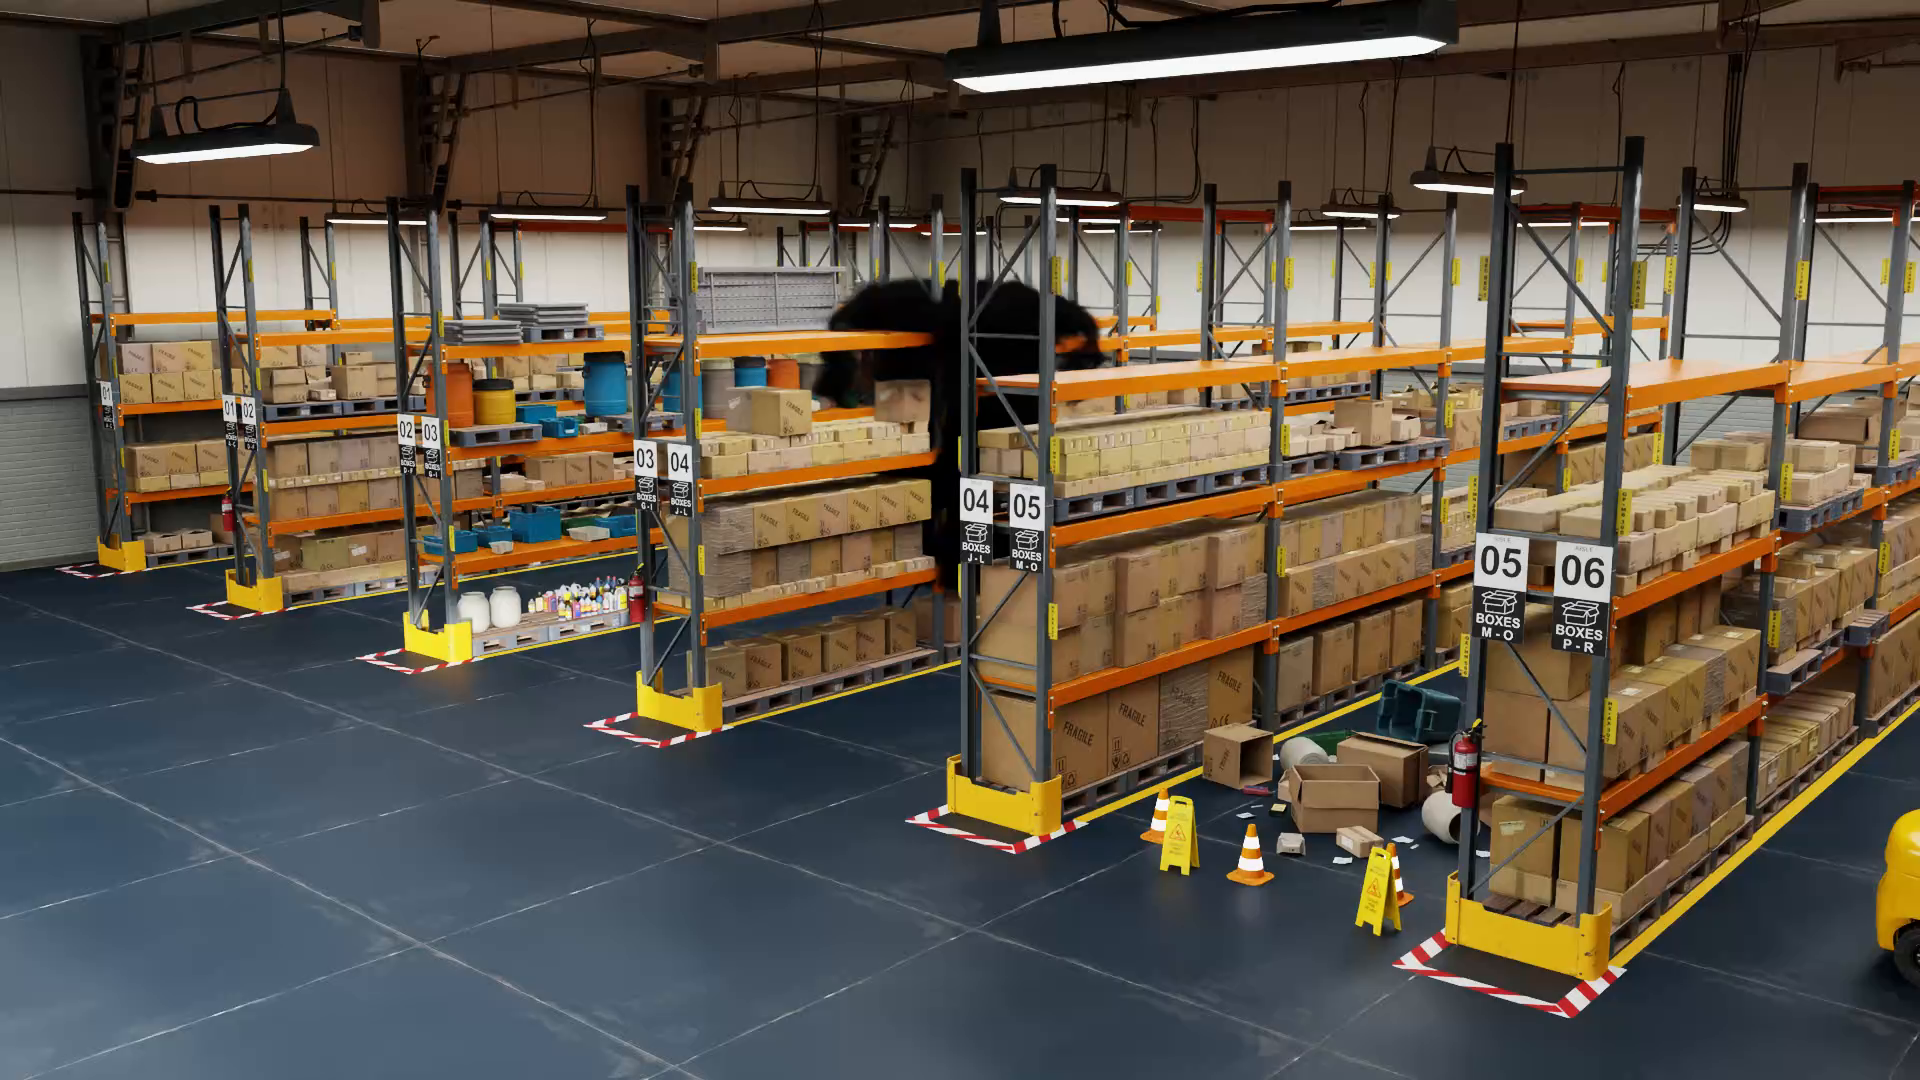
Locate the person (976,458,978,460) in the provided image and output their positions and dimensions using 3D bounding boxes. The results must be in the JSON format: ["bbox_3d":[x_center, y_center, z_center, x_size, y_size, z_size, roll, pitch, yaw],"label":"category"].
[{"bbox_3d":[0.310,-1.462,34.867,0.661,1.731,0.585,5,11,27],"label":"person"}]
